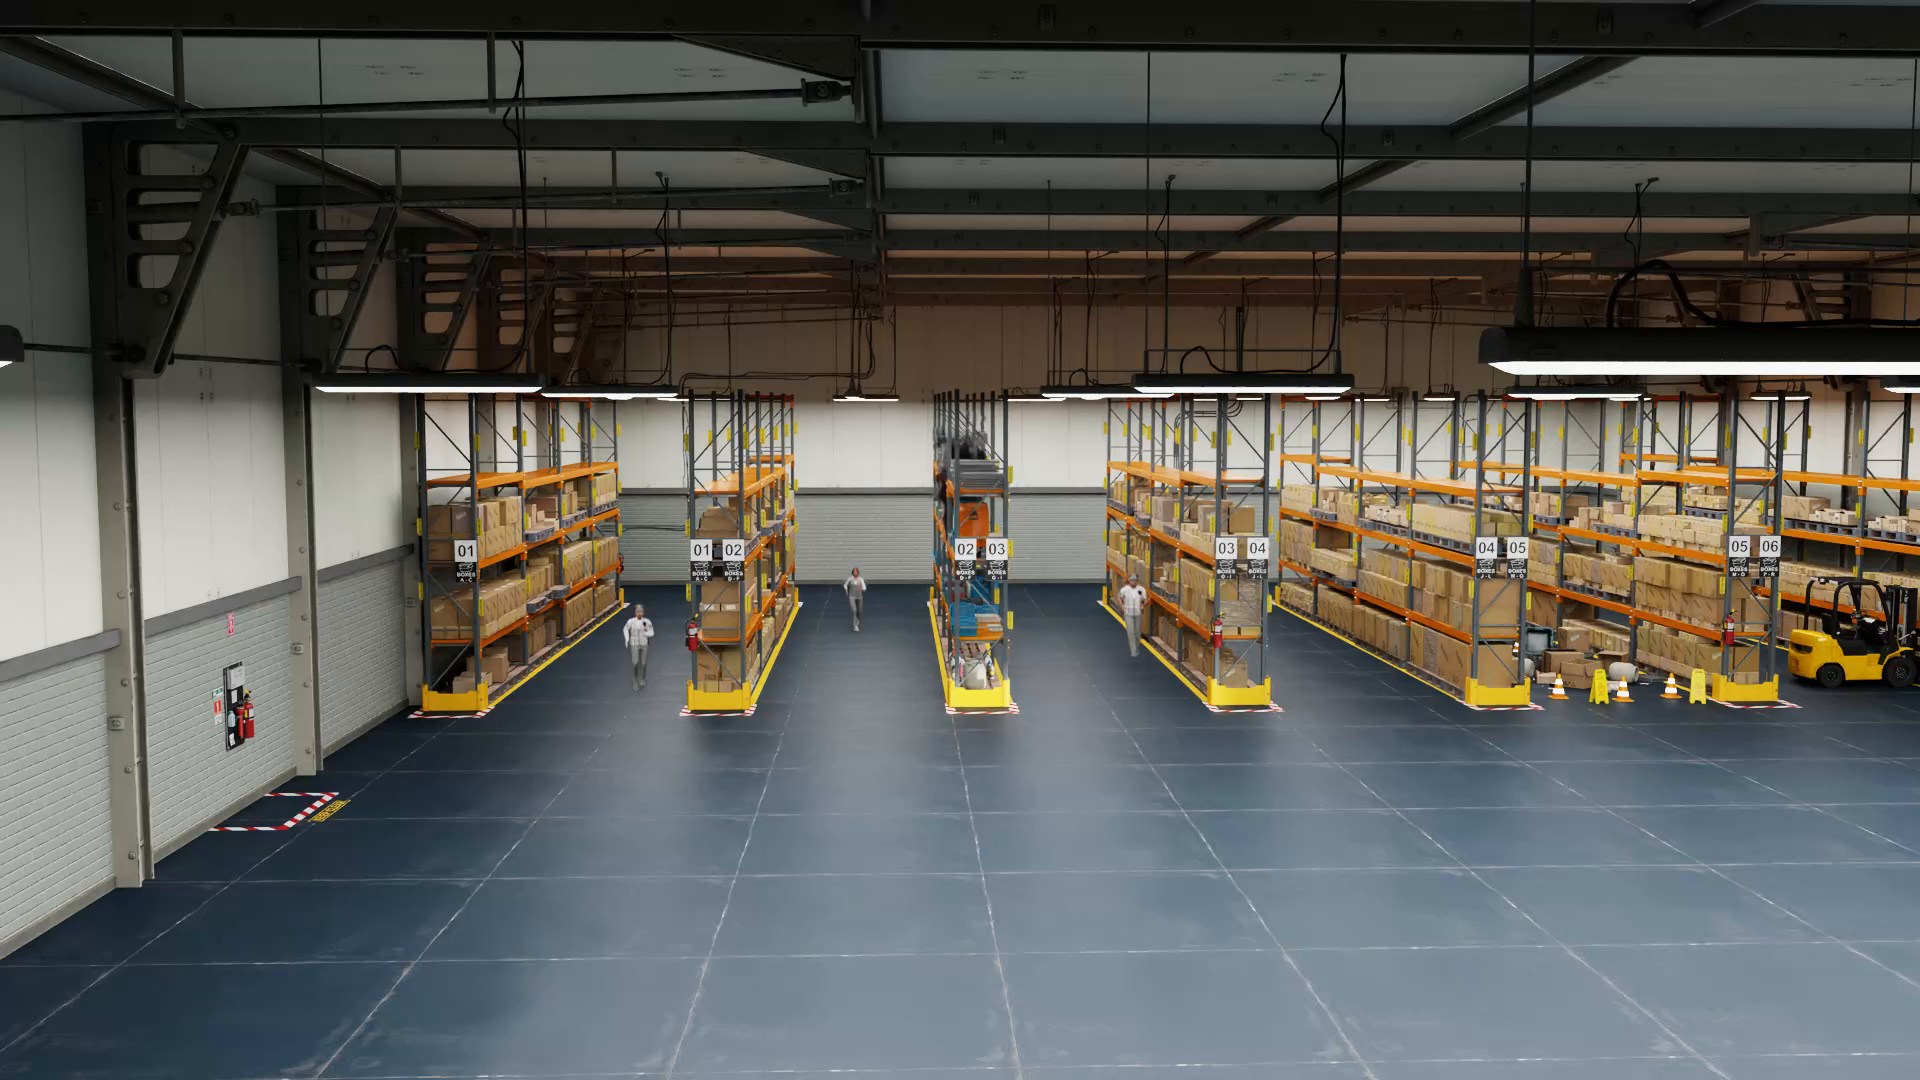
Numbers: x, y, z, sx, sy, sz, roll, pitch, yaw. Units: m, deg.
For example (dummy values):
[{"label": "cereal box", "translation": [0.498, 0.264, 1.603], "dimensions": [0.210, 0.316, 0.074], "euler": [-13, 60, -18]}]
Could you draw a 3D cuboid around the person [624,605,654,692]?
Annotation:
[{"label": "person", "translation": [-6.441, 2.160, 33.396], "dimensions": [0.576, 1.749, 0.732], "euler": [-1, 5, -14]}]

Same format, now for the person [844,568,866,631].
[{"label": "person", "translation": [-2.651, 1.484, 42.152], "dimensions": [0.544, 1.575, 0.864], "euler": [-1, 5, -12]}]

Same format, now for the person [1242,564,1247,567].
[{"label": "person", "translation": [8.312, 0.915, 48.635], "dimensions": [0.527, 1.682, 0.888], "euler": [-4, 6, -42]}]

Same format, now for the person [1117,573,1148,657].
[{"label": "person", "translation": [3.755, 1.599, 36.101], "dimensions": [0.672, 1.782, 0.648], "euler": [0, 5, -2]}]
